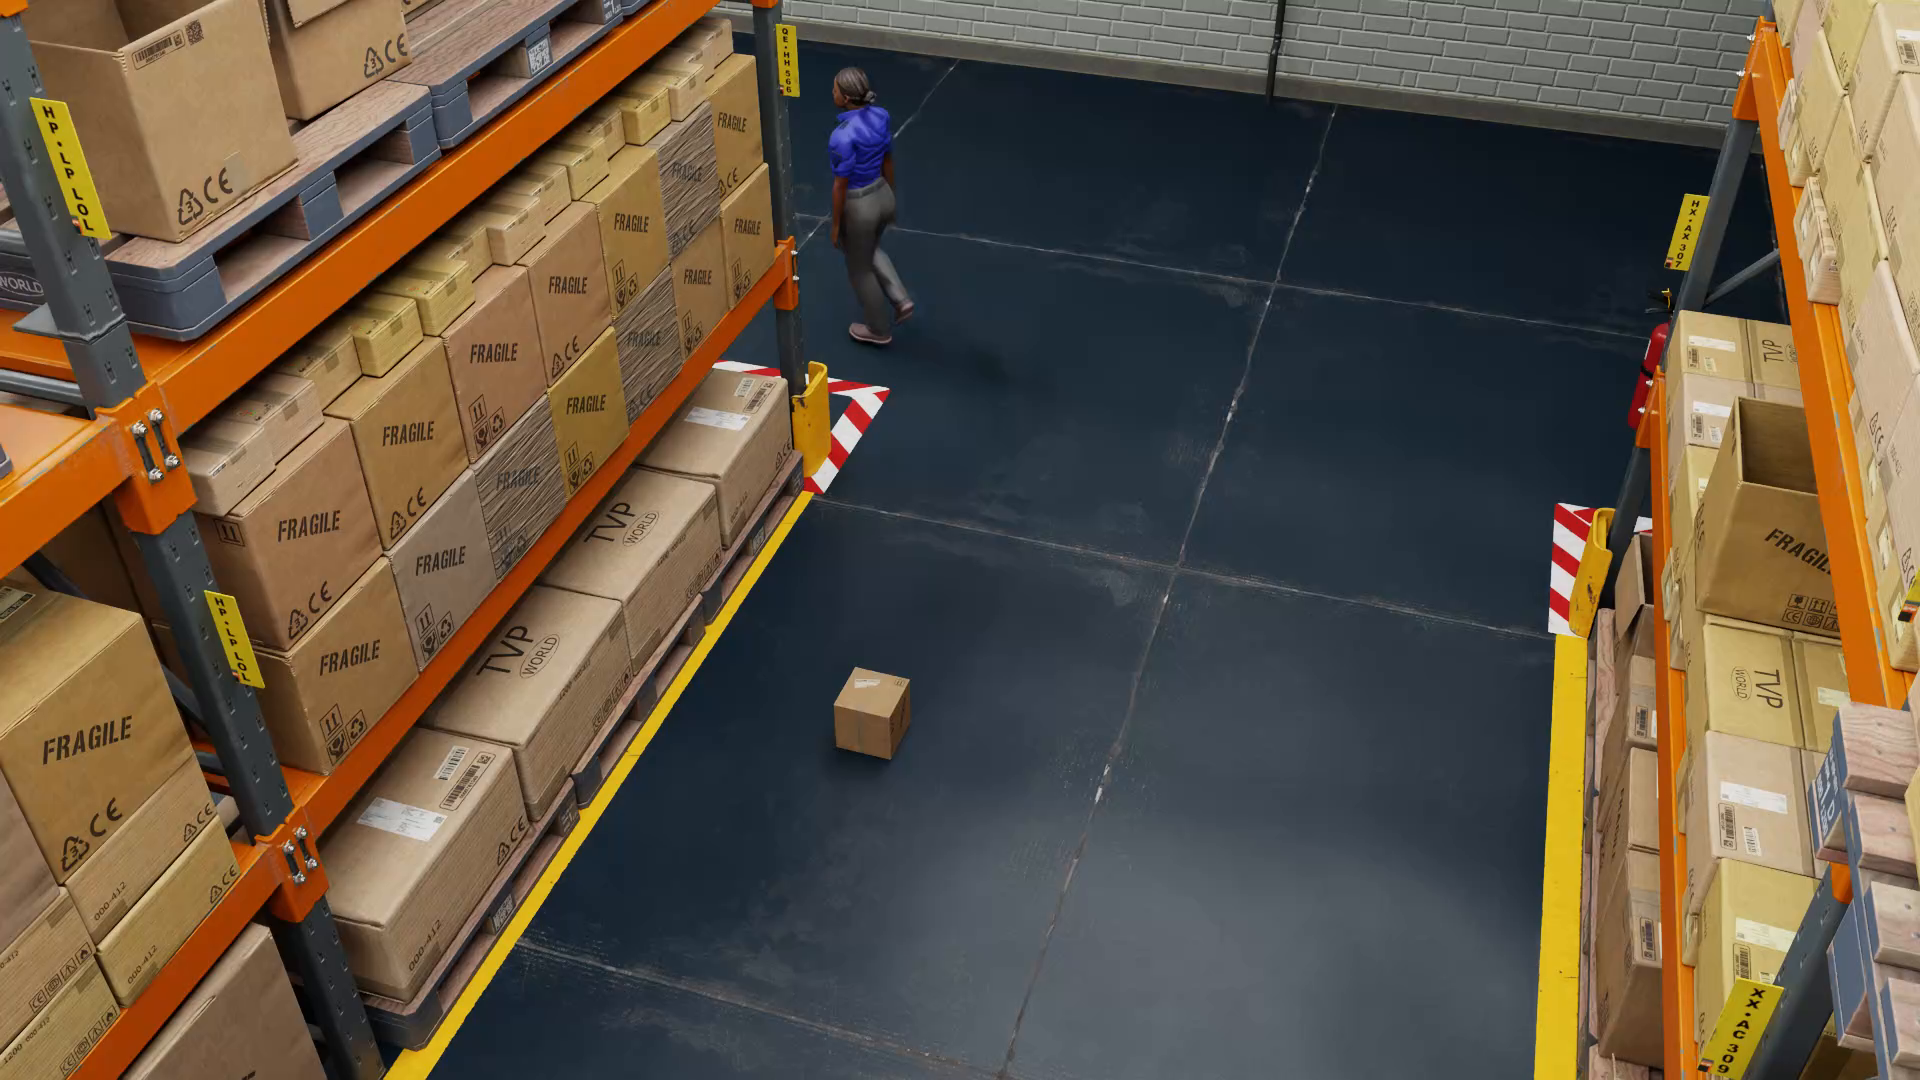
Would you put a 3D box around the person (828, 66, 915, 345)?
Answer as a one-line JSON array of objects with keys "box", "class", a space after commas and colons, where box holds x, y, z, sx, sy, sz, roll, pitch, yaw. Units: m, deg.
[{"box": [-0.529, -1.835, 9.257, 0.453, 1.653, 0.497, 22, 42, 26], "class": "person"}]
